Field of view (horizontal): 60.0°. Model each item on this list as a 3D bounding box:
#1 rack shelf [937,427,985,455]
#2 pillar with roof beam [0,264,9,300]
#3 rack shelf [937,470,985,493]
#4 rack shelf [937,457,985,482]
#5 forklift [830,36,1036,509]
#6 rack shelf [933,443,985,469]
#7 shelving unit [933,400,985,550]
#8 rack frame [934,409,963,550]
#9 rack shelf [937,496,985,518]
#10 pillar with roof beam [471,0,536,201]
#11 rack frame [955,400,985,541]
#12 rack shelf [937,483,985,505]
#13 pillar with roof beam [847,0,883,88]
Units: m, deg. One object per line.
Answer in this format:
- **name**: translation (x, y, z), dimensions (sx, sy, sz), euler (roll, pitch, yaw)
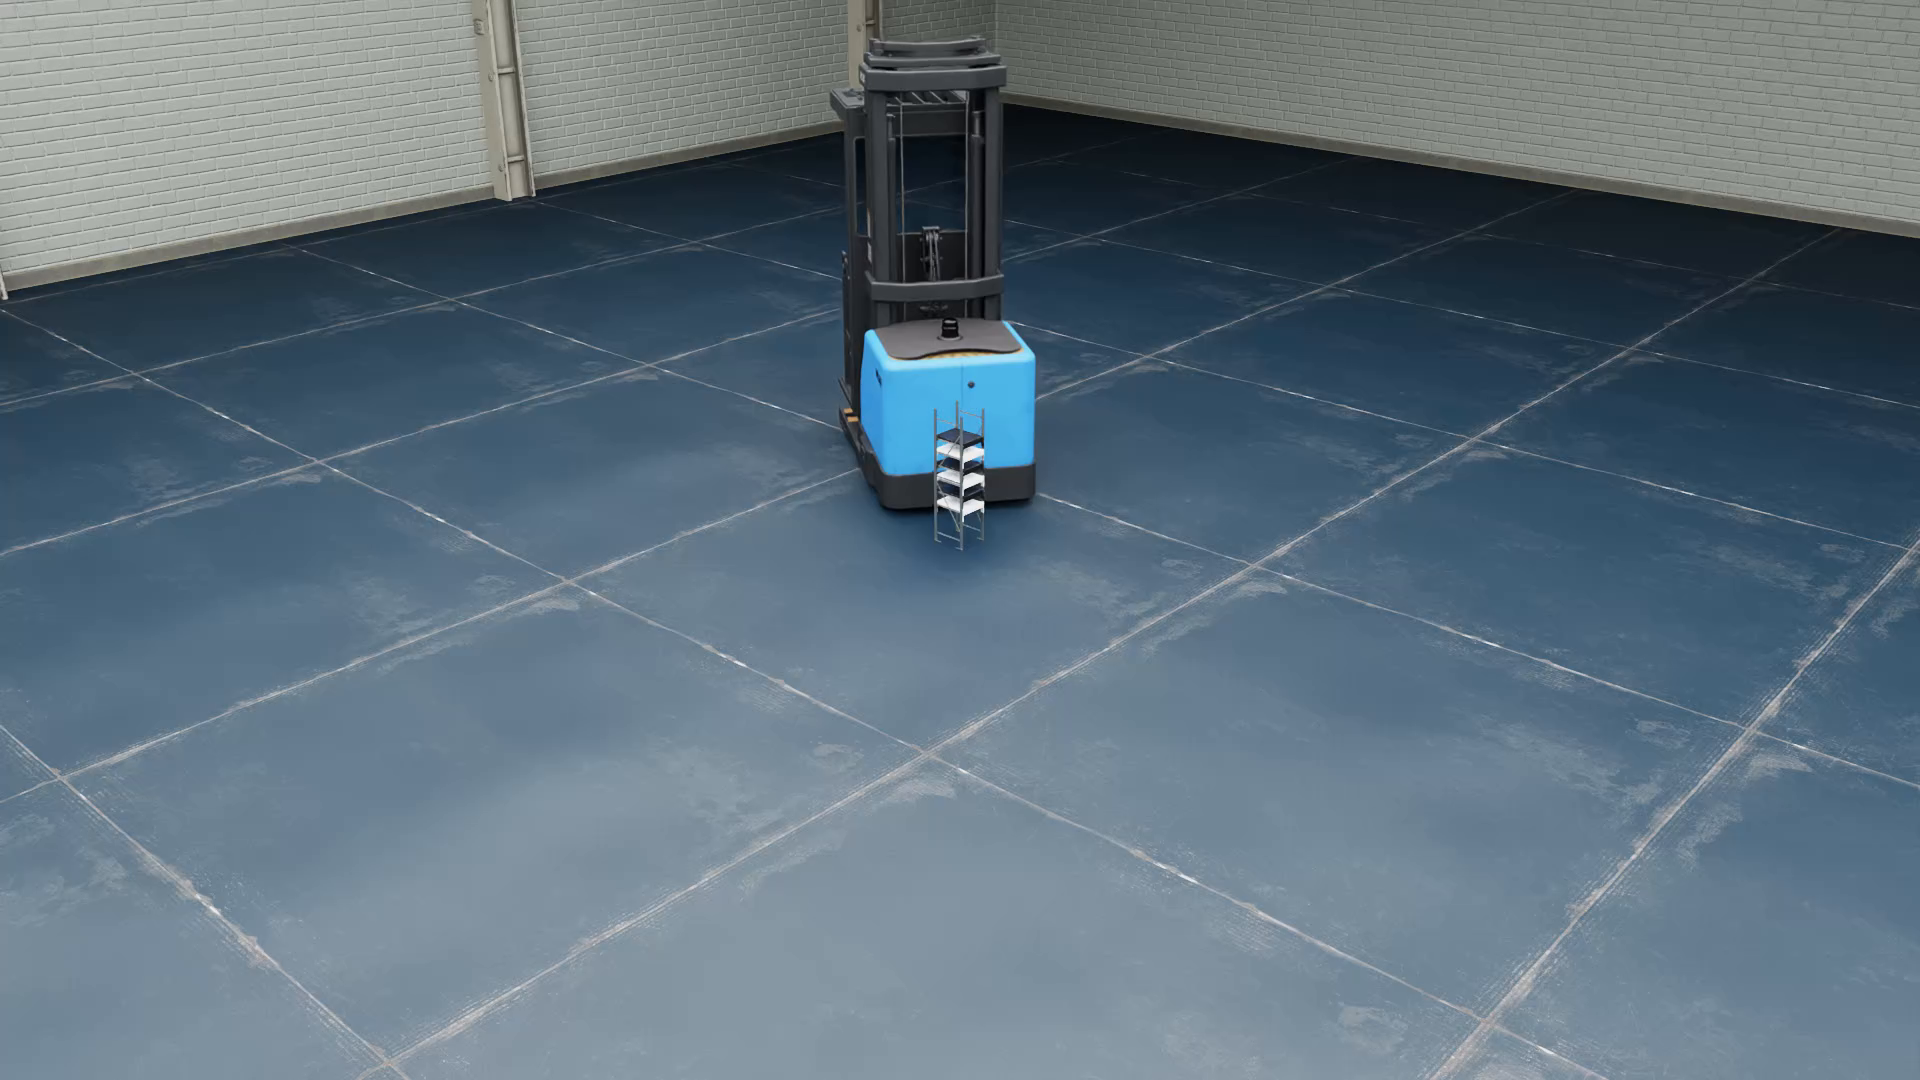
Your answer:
- **rack shelf**: translation (-0.005, -0.624, 10.464), dimensions (0.258, 0.077, 0.200), euler (20, 31, 38)
- **pillar with roof beam**: translation (-6.136, -5.222, 11.397), dimensions (9.100, 9.000, 0.400), euler (20, 31, 38)
- **rack shelf**: translation (-0.005, -0.378, 10.574), dimensions (0.258, 0.077, 0.200), euler (20, 31, 38)
- **rack shelf**: translation (-0.005, -0.460, 10.537), dimensions (0.258, 0.077, 0.200), euler (20, 31, 38)
- **forklift**: translation (-0.300, -2.118, 11.892), dimensions (1.130, 2.935, 3.031), euler (-5, 25, -11)
- **rack shelf**: translation (-0.005, -0.542, 10.500), dimensions (0.258, 0.077, 0.200), euler (20, 31, 38)
- **shelving unit**: translation (-0.005, -0.408, 10.560), dimensions (0.258, 0.900, 0.210), euler (20, 31, 38)
- **rack frame**: translation (-0.073, -0.377, 10.491), dimensions (0.240, 0.900, 0.006), euler (20, 31, 38)
- **rack shelf**: translation (-0.005, -0.213, 10.648), dimensions (0.258, 0.077, 0.200), euler (20, 31, 38)
- **pillar with roof beam**: translation (-2.132, -7.050, 15.474), dimensions (9.100, 9.000, 0.400), euler (20, 31, 38)
- **rack frame**: translation (0.062, -0.439, 10.629), dimensions (0.240, 0.900, 0.006), euler (20, 31, 38)
- **rack shelf**: translation (-0.005, -0.296, 10.611), dimensions (0.258, 0.077, 0.200), euler (20, 31, 38)
- **pillar with roof beam**: translation (1.873, -8.878, 19.551), dimensions (9.100, 9.000, 0.400), euler (20, 31, 38)
